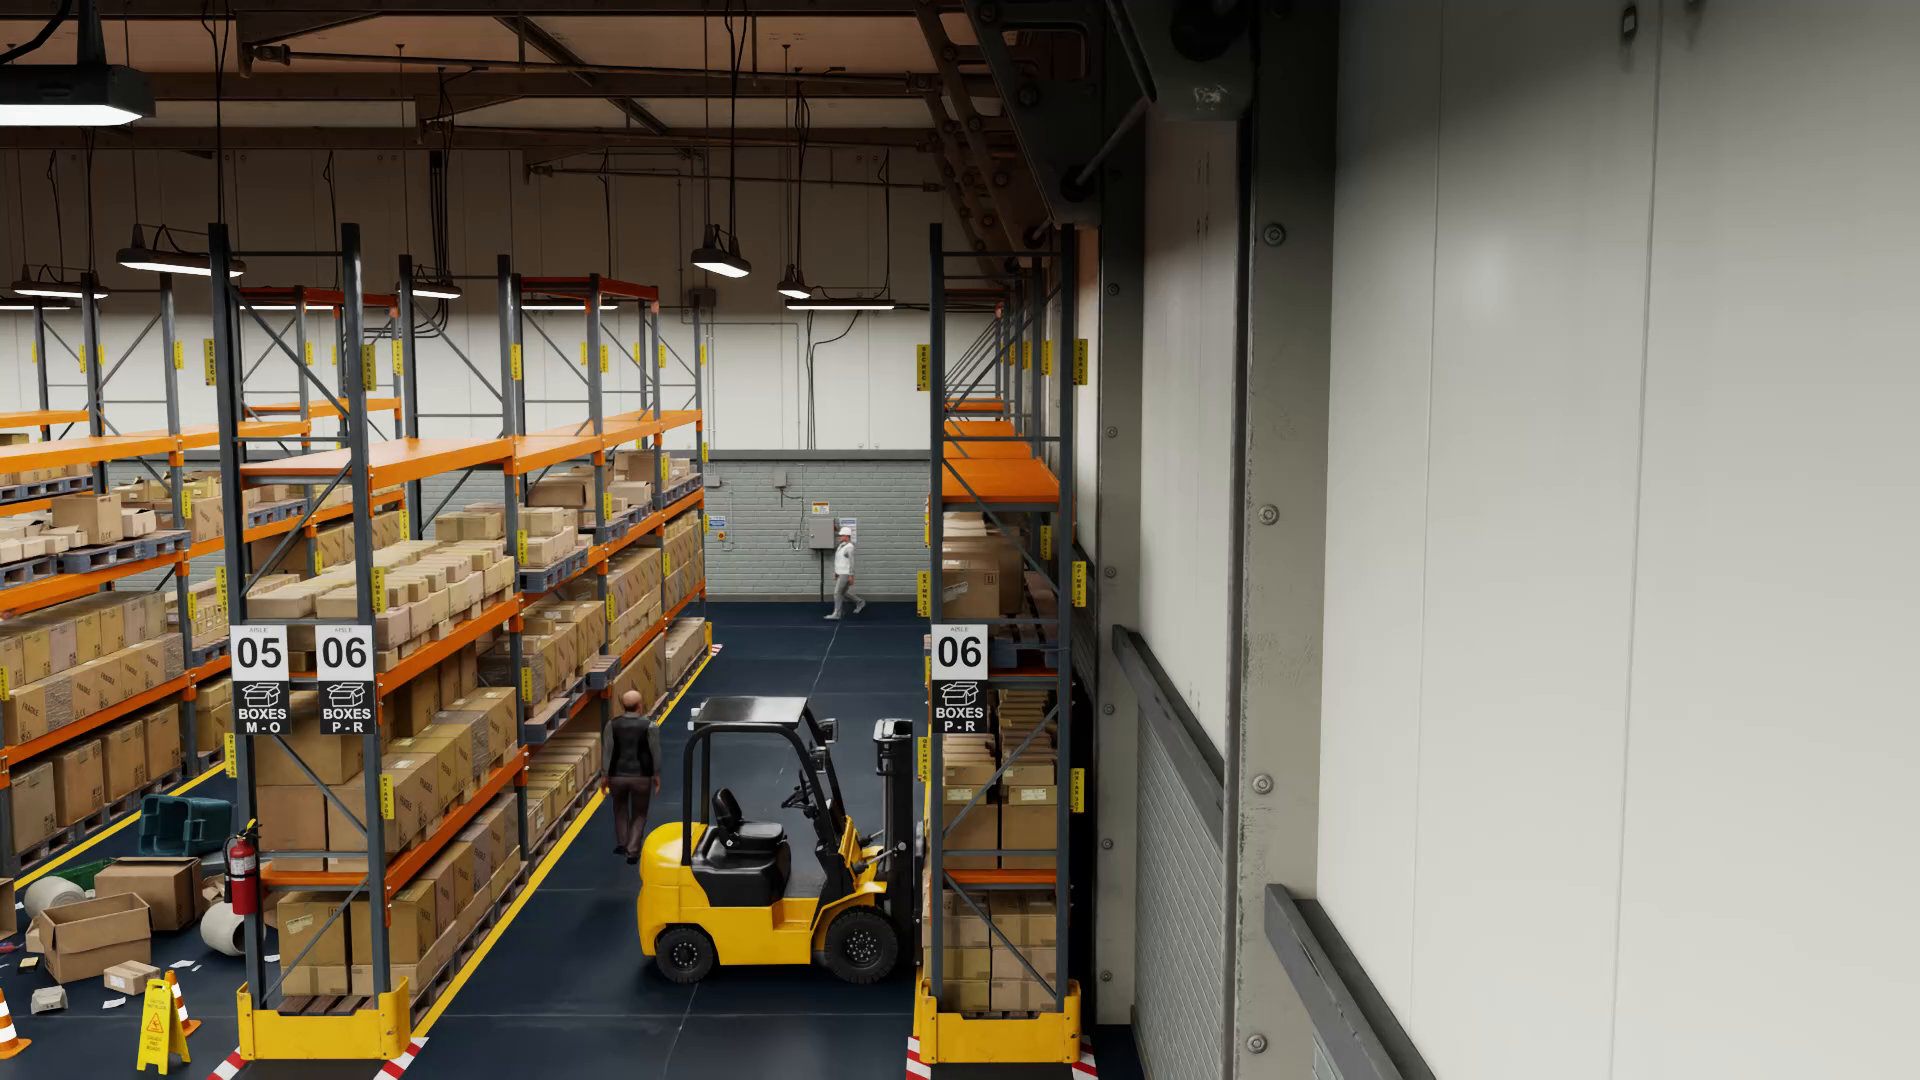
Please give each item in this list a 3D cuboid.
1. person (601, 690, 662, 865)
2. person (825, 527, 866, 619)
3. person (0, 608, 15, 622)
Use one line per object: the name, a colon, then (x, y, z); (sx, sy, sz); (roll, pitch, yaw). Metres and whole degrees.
person: (-3.133, 2.267, 15.891); (0.572, 1.669, 0.659); (0, 7, -4)
person: (-2.148, 0.621, 31.533); (0.866, 1.755, 0.565); (-3, 7, -26)
person: (-13.117, 1.647, 23.082); (0.621, 1.685, 0.628); (1, 7, 6)
